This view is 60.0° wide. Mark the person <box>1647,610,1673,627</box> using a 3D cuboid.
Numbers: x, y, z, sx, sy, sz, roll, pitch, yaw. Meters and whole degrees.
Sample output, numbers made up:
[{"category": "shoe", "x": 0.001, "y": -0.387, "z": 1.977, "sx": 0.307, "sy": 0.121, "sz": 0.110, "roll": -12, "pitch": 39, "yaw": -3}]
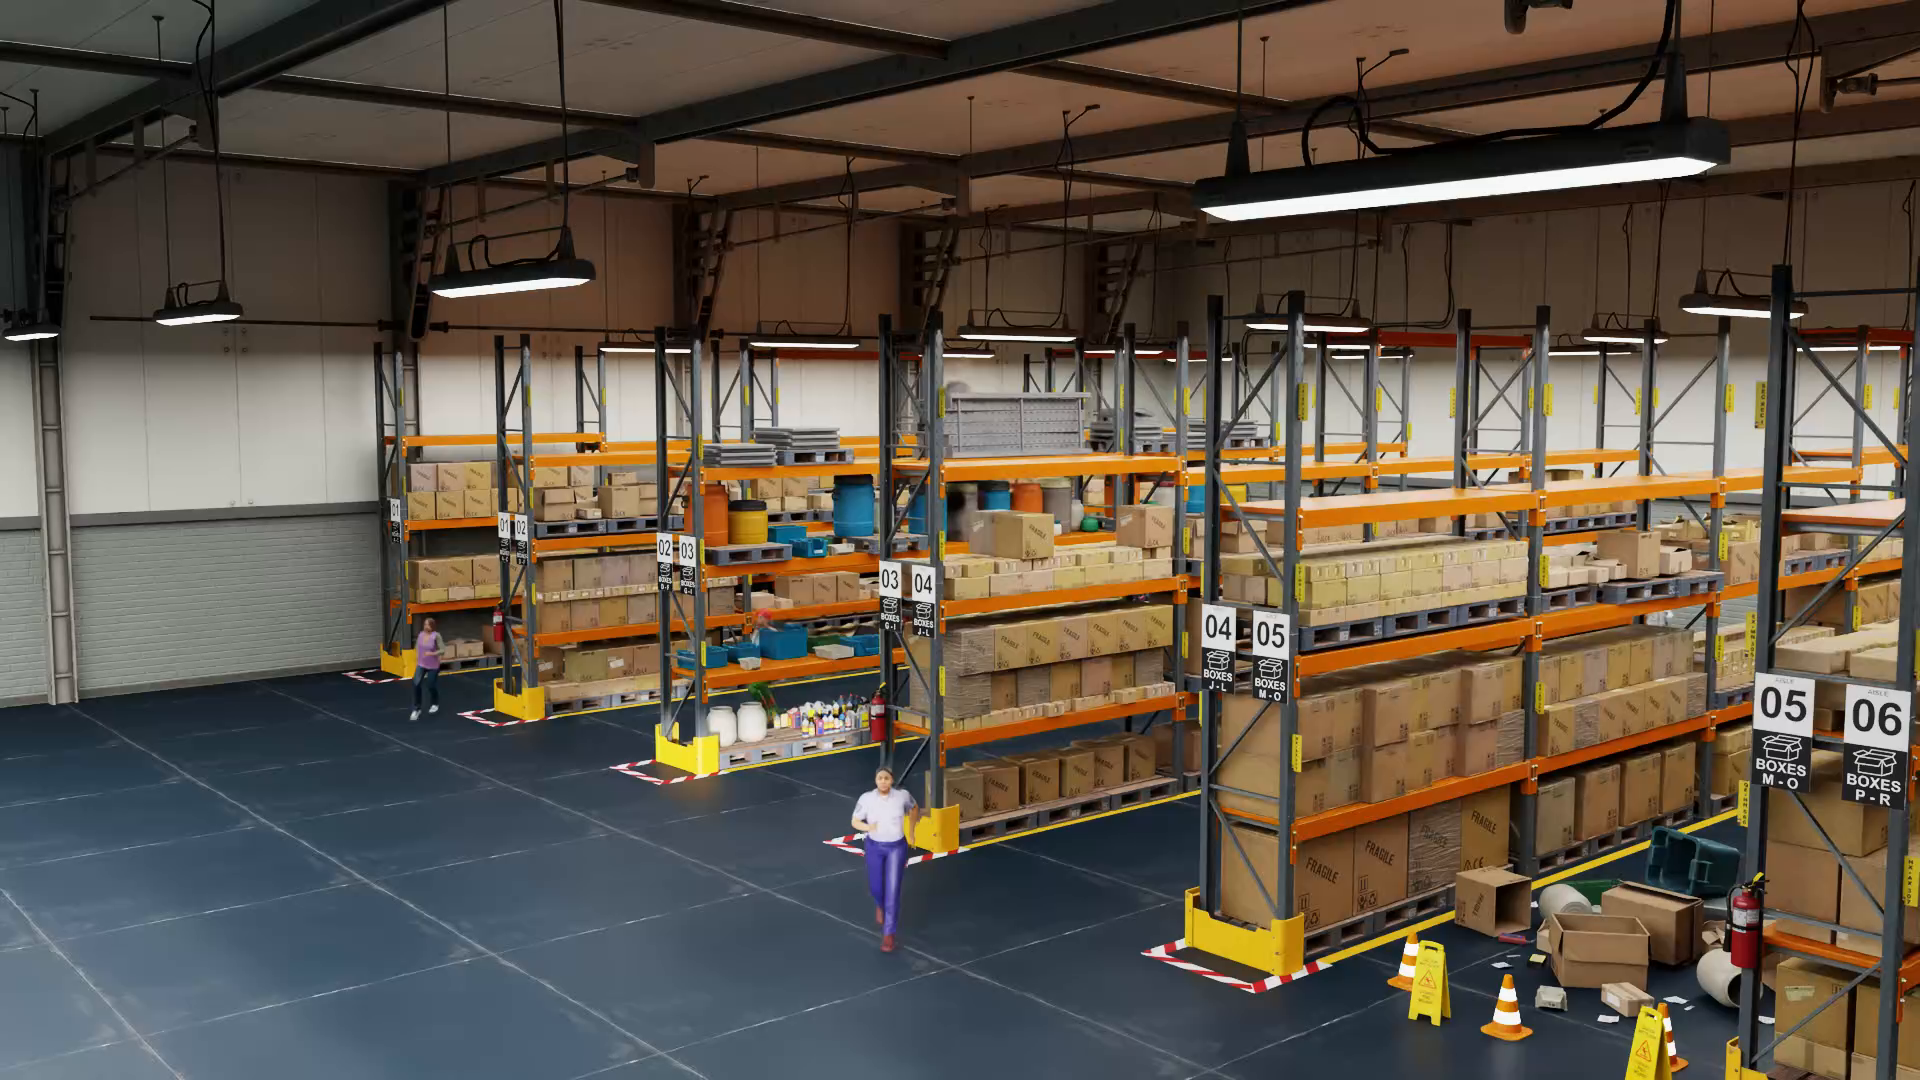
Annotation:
[{"category": "person", "x": 12.520, "y": 1.588, "z": 29.965, "sx": 0.622, "sy": 1.670, "sz": 0.882, "roll": 0, "pitch": 5, "yaw": -3}]

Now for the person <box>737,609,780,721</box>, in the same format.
[{"category": "person", "x": -3.043, "y": 1.964, "z": 25.445, "sx": 0.692, "sy": 1.822, "sz": 0.631, "roll": -4, "pitch": 6, "yaw": -35}]

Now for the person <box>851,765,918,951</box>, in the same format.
[{"category": "person", "x": -0.704, "y": 2.902, "z": 15.560, "sx": 0.607, "sy": 1.635, "sz": 0.945, "roll": 0, "pitch": 5, "yaw": 3}]

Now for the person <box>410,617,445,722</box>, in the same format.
[{"category": "person", "x": -8.312, "y": 2.013, "z": 26.086, "sx": 0.542, "sy": 1.630, "sz": 0.715, "roll": 0, "pitch": 5, "yaw": 3}]
